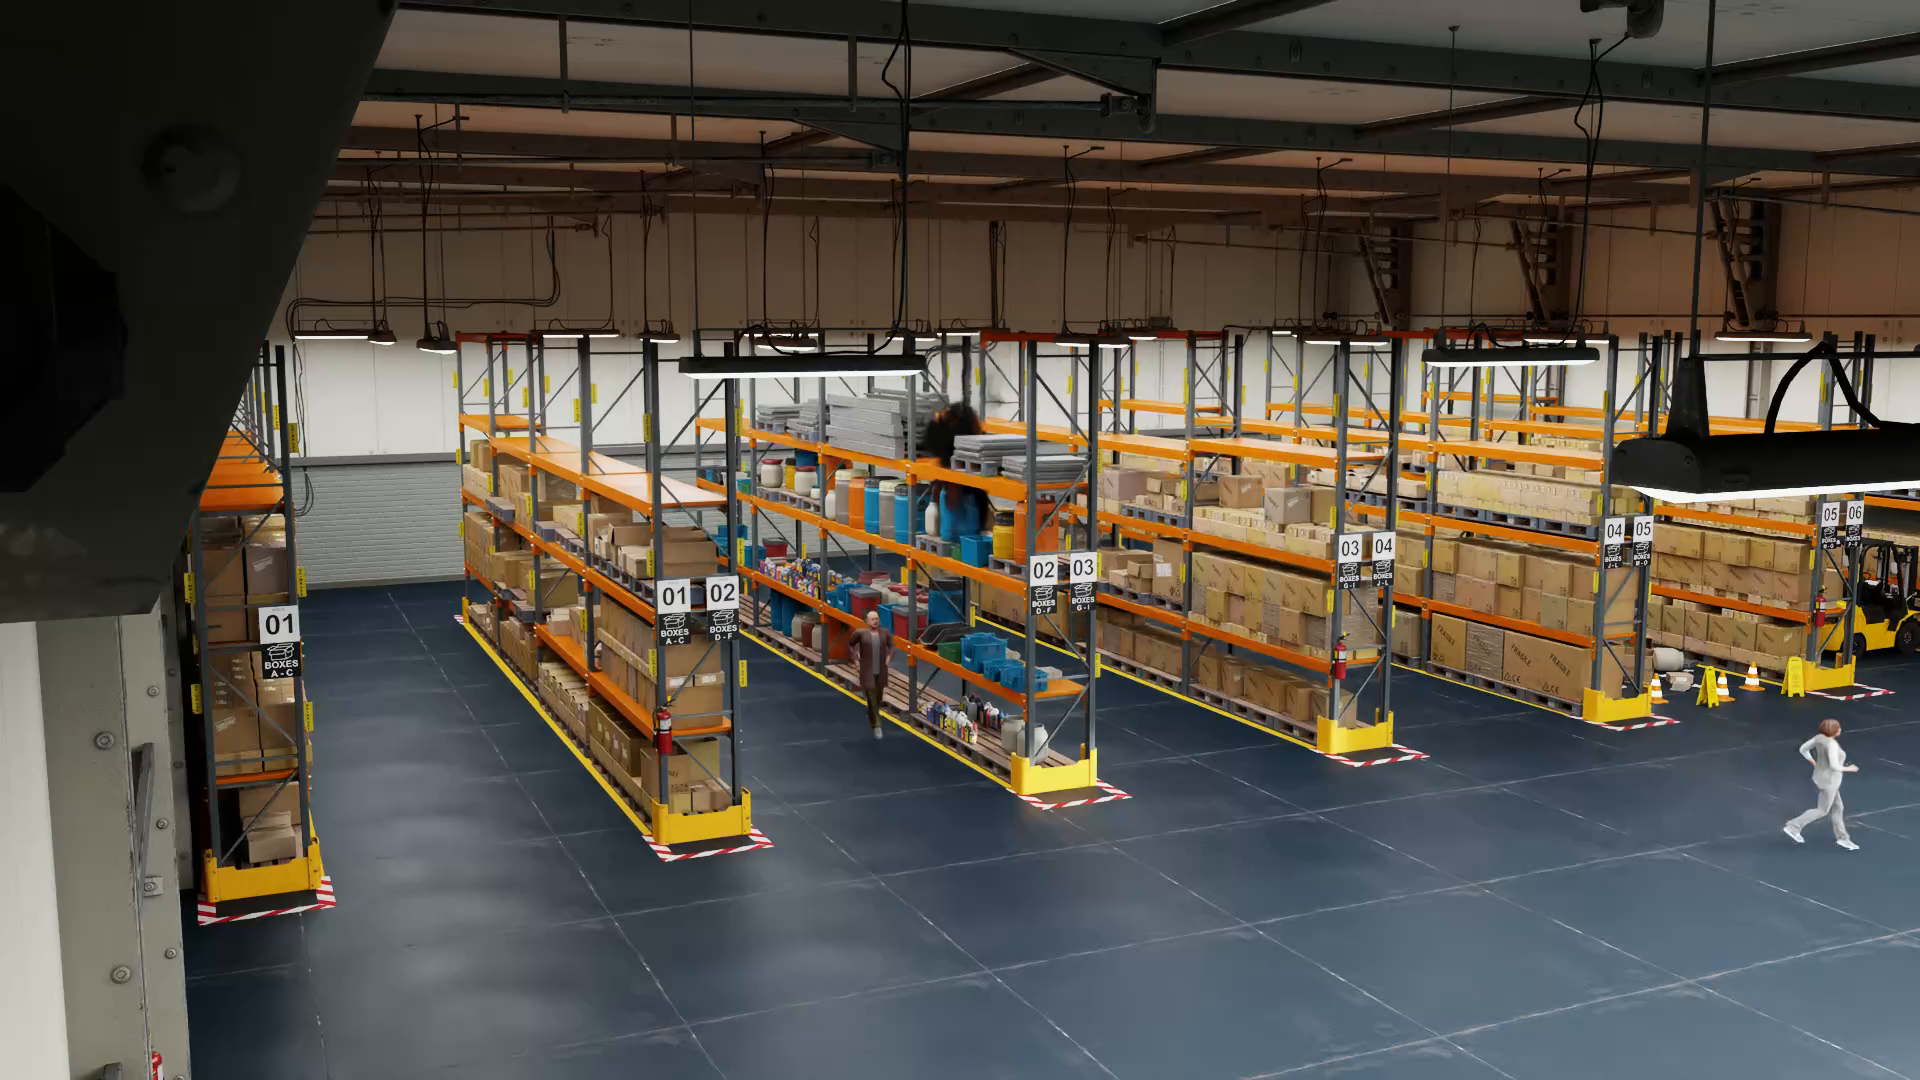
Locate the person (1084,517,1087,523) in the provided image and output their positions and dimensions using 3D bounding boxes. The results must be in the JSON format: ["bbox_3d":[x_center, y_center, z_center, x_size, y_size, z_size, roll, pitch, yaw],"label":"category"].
[{"bbox_3d":[3.324,-0.134,41.640,0.841,1.739,0.710,-5,9,-32],"label":"person"}]

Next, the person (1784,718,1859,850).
[{"bbox_3d":[10.251,2.893,19.708,0.894,1.600,0.552,1,8,7],"label":"person"}]

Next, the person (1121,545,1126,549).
[{"bbox_3d":[3.320,0.914,34.292,0.586,1.640,0.714,-5,9,-33],"label":"person"}]

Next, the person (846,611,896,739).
[{"bbox_3d":[-1.259,1.929,24.113,0.716,1.823,0.869,-3,8,-21],"label":"person"}]
